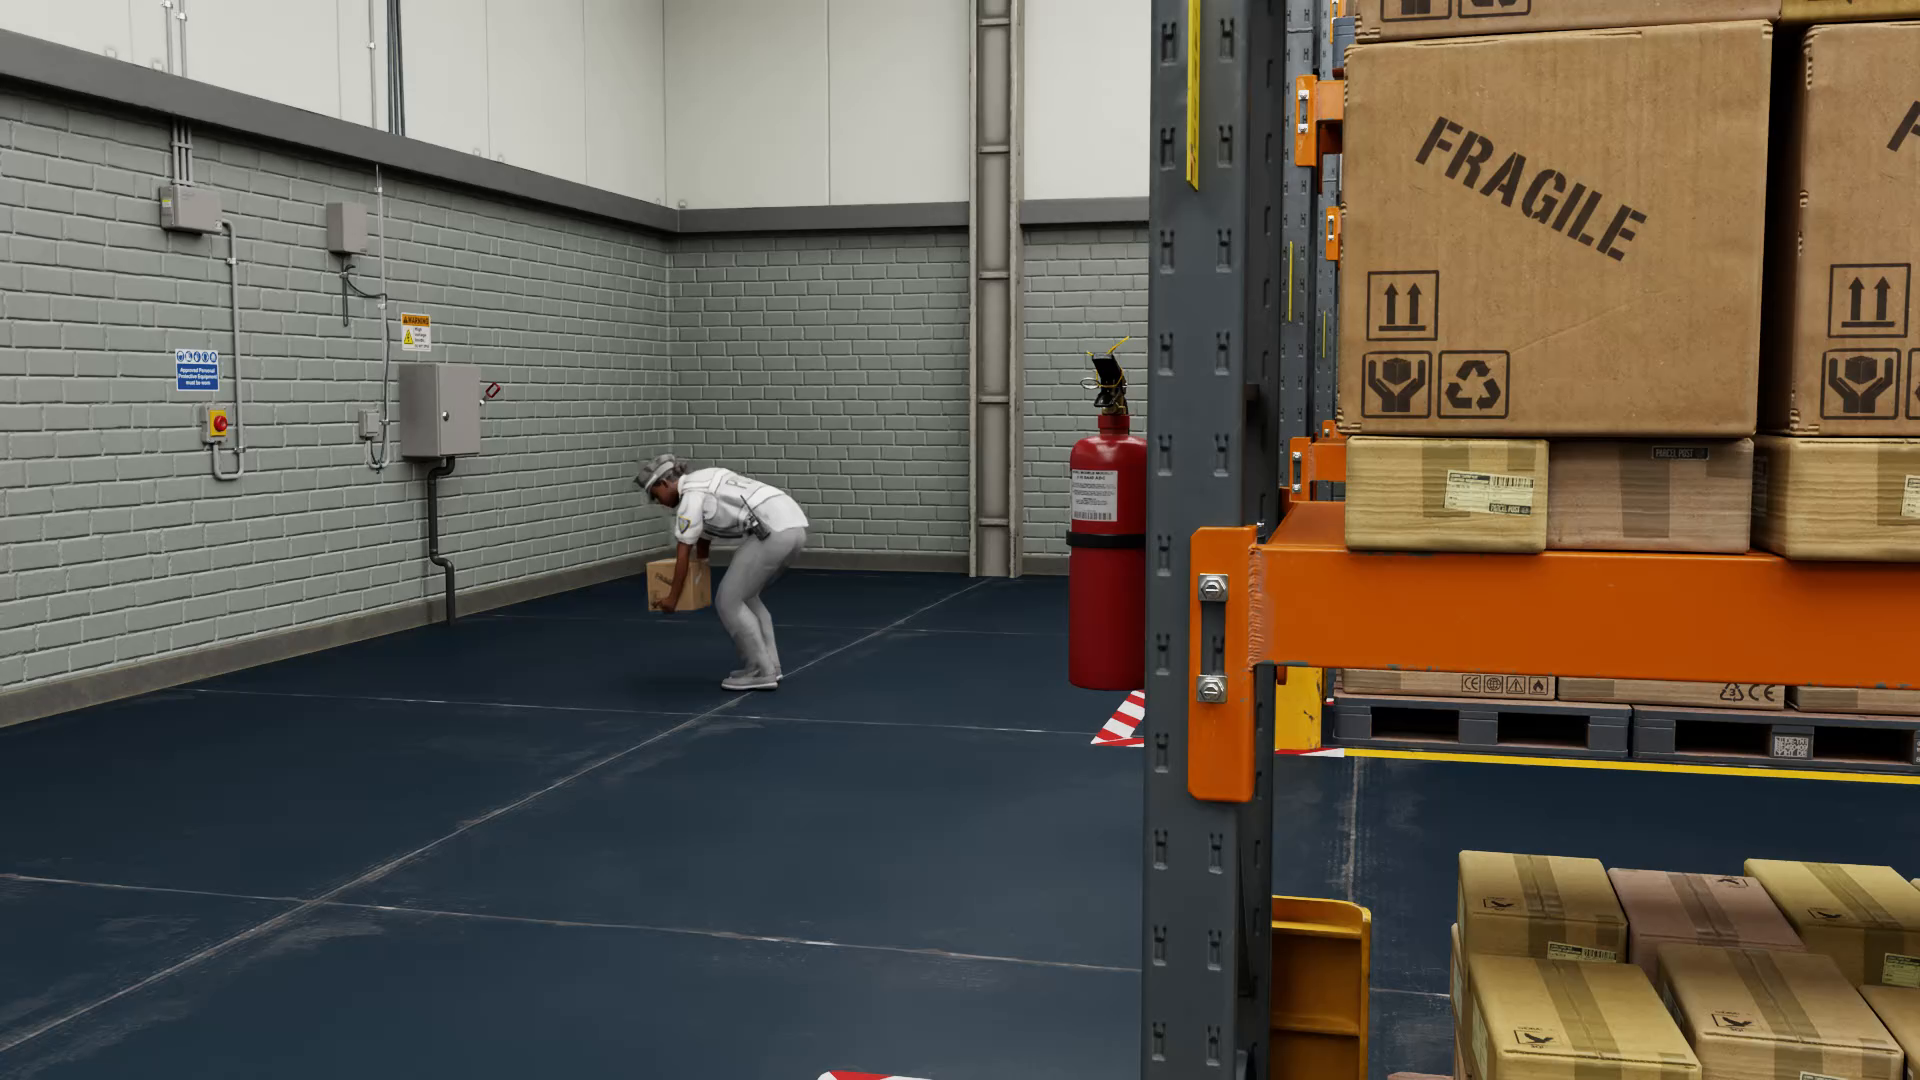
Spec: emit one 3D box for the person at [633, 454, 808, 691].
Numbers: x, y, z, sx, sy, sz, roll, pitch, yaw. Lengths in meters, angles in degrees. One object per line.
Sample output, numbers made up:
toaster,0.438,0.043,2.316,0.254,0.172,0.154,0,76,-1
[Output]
person,-1.246,0.157,8.637,0.915,1.207,0.430,1,5,11
